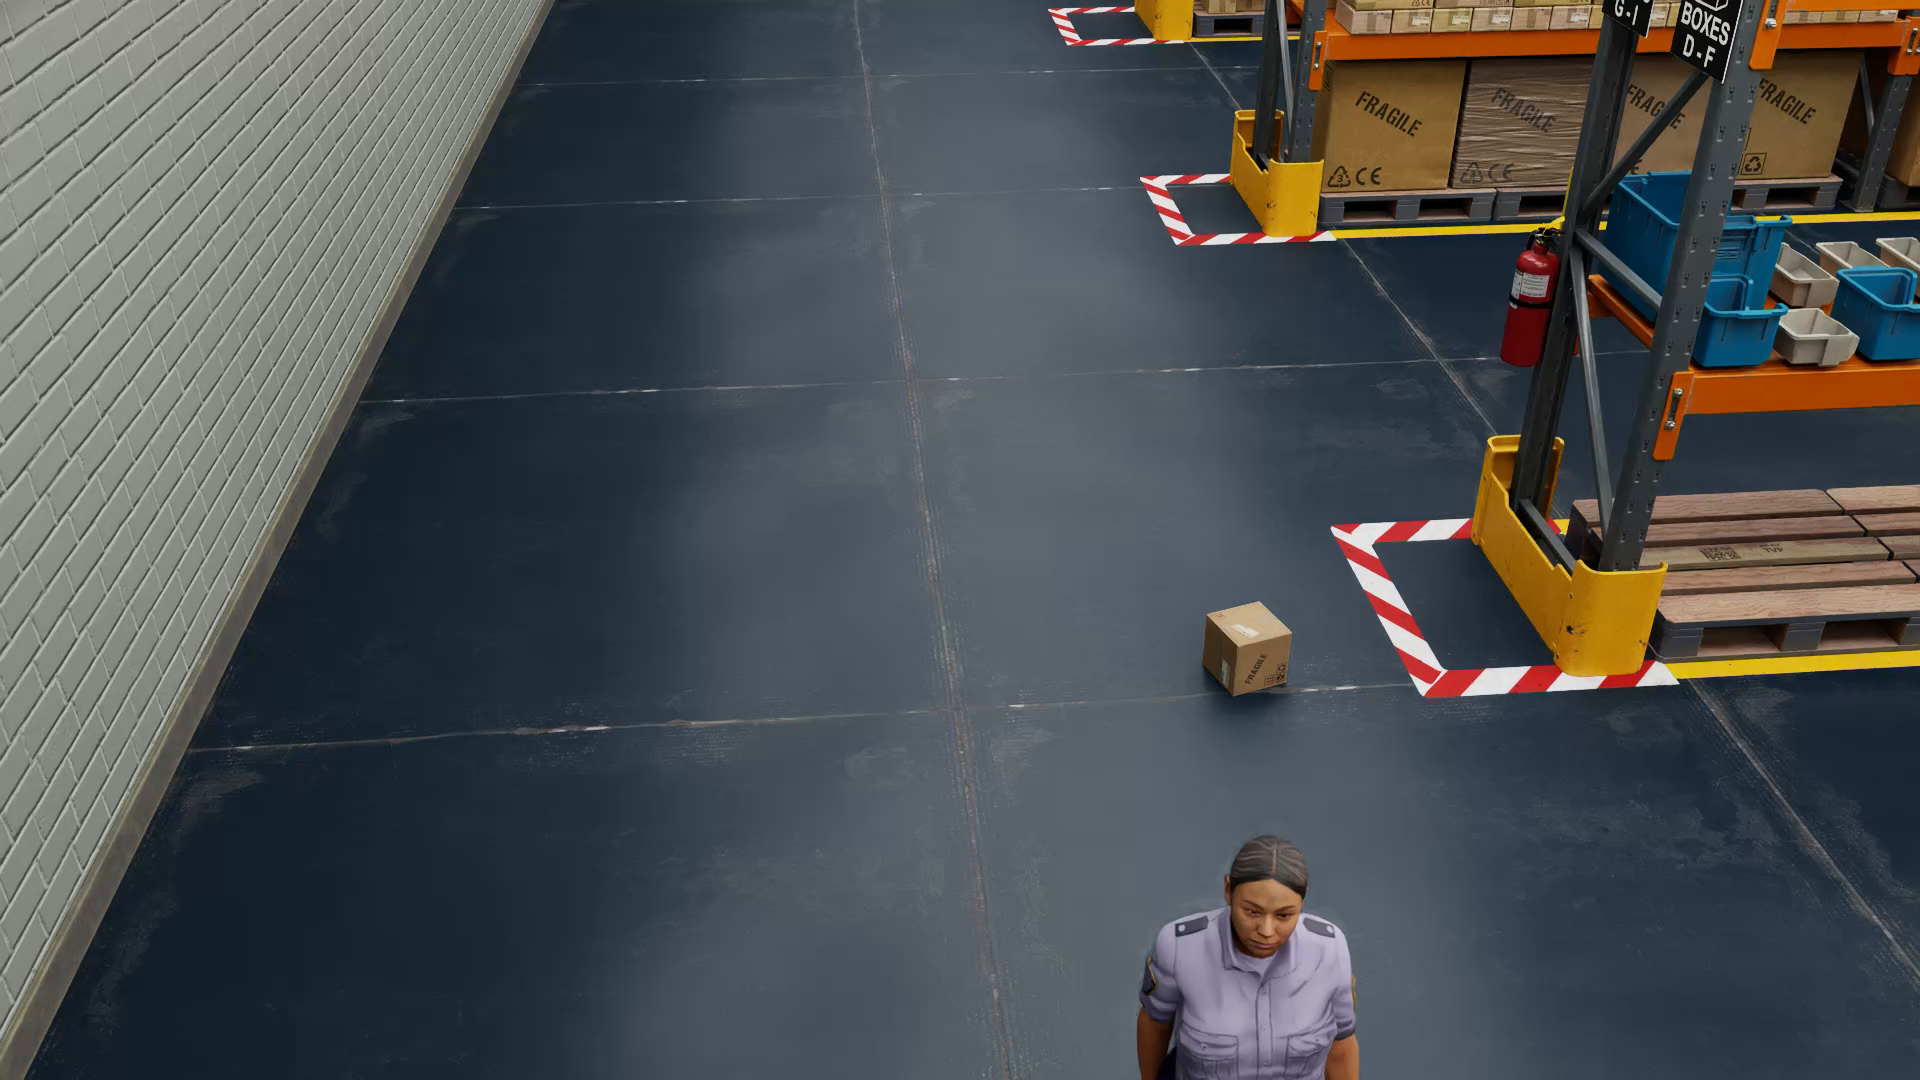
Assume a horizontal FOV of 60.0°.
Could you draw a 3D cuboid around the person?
[{"bbox_3d":[0.660,1.413,3.862,0.484,1.692,0.591,-2,31,-4],"label":"person"}]
